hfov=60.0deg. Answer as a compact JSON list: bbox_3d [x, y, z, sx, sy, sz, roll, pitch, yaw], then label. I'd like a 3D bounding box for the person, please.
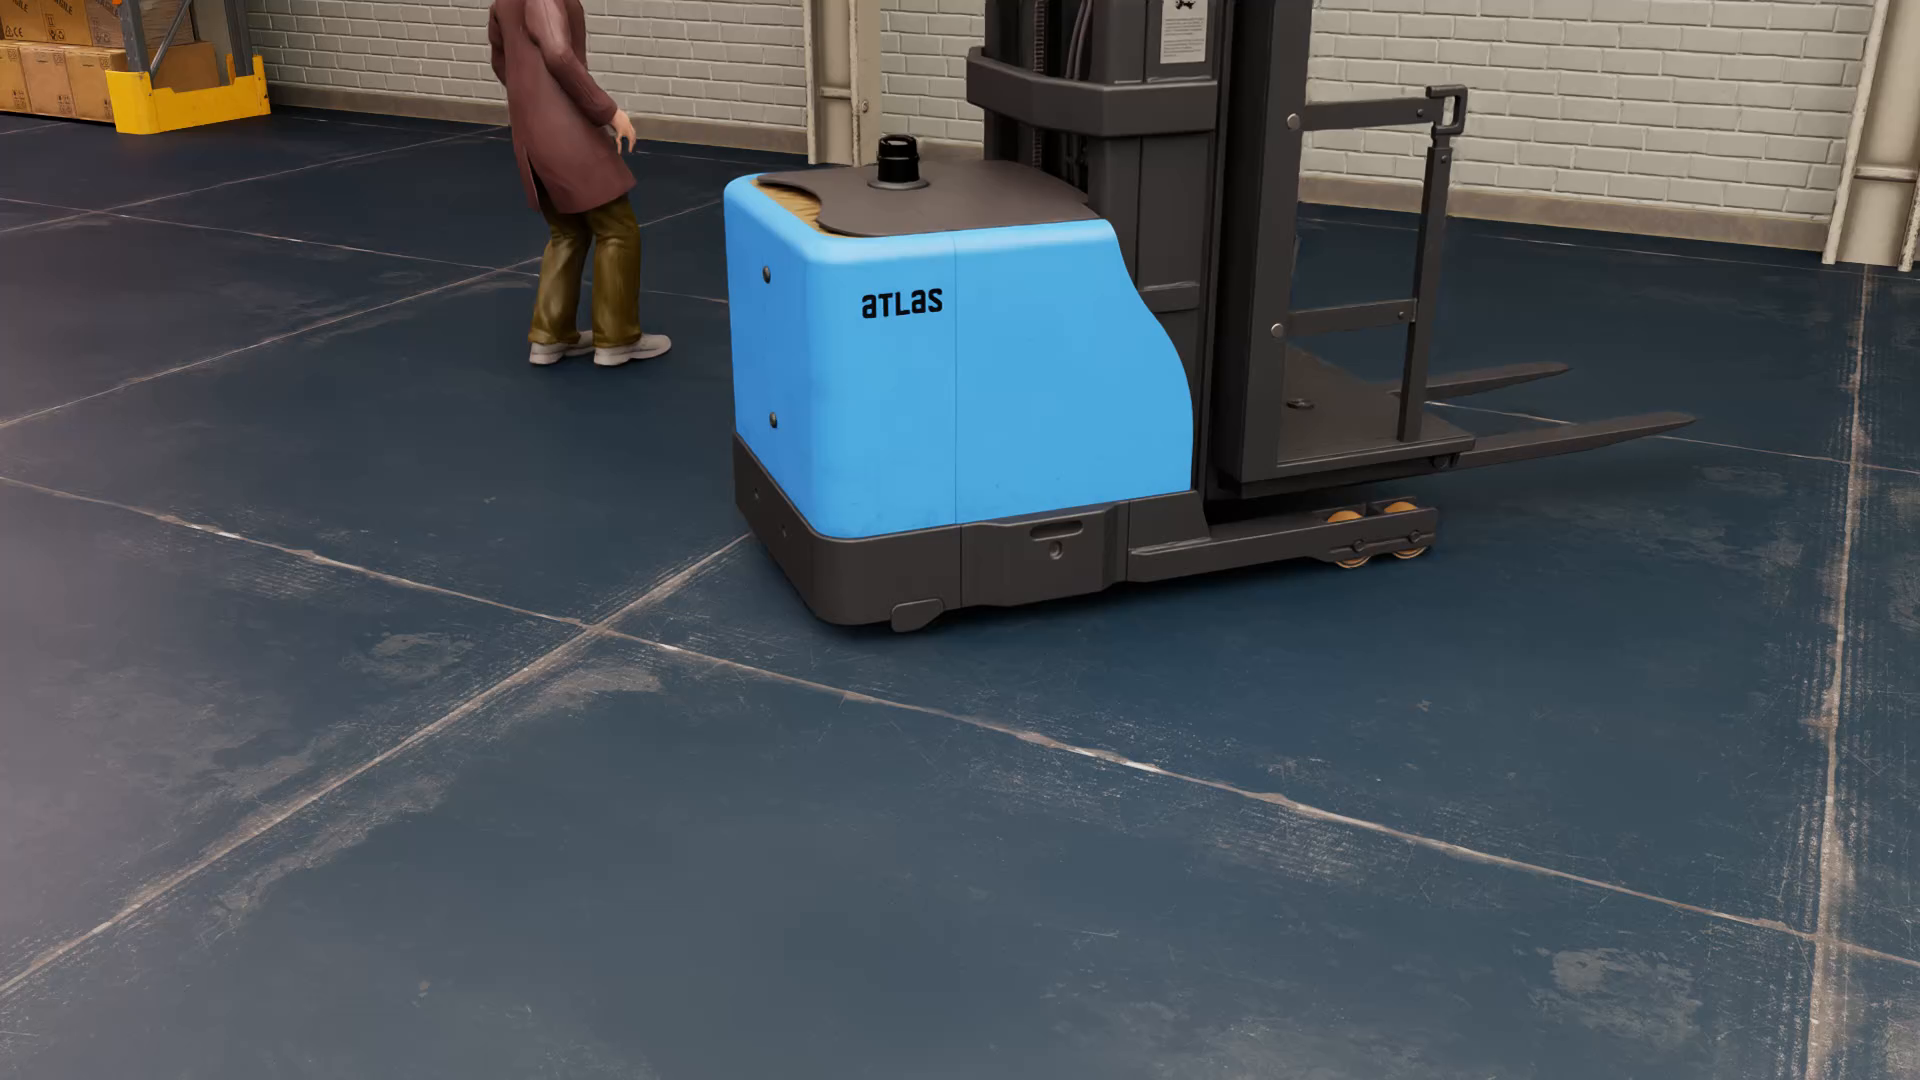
[{"bbox_3d":[-1.518,-1.569,6.544,0.552,1.749,0.790,-19,29,-37],"label":"person"}]

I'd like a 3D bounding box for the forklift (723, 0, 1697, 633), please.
[{"bbox_3d":[0.876,-1.449,4.730,3.031,2.935,1.130,-9,24,-19],"label":"forklift"}]
